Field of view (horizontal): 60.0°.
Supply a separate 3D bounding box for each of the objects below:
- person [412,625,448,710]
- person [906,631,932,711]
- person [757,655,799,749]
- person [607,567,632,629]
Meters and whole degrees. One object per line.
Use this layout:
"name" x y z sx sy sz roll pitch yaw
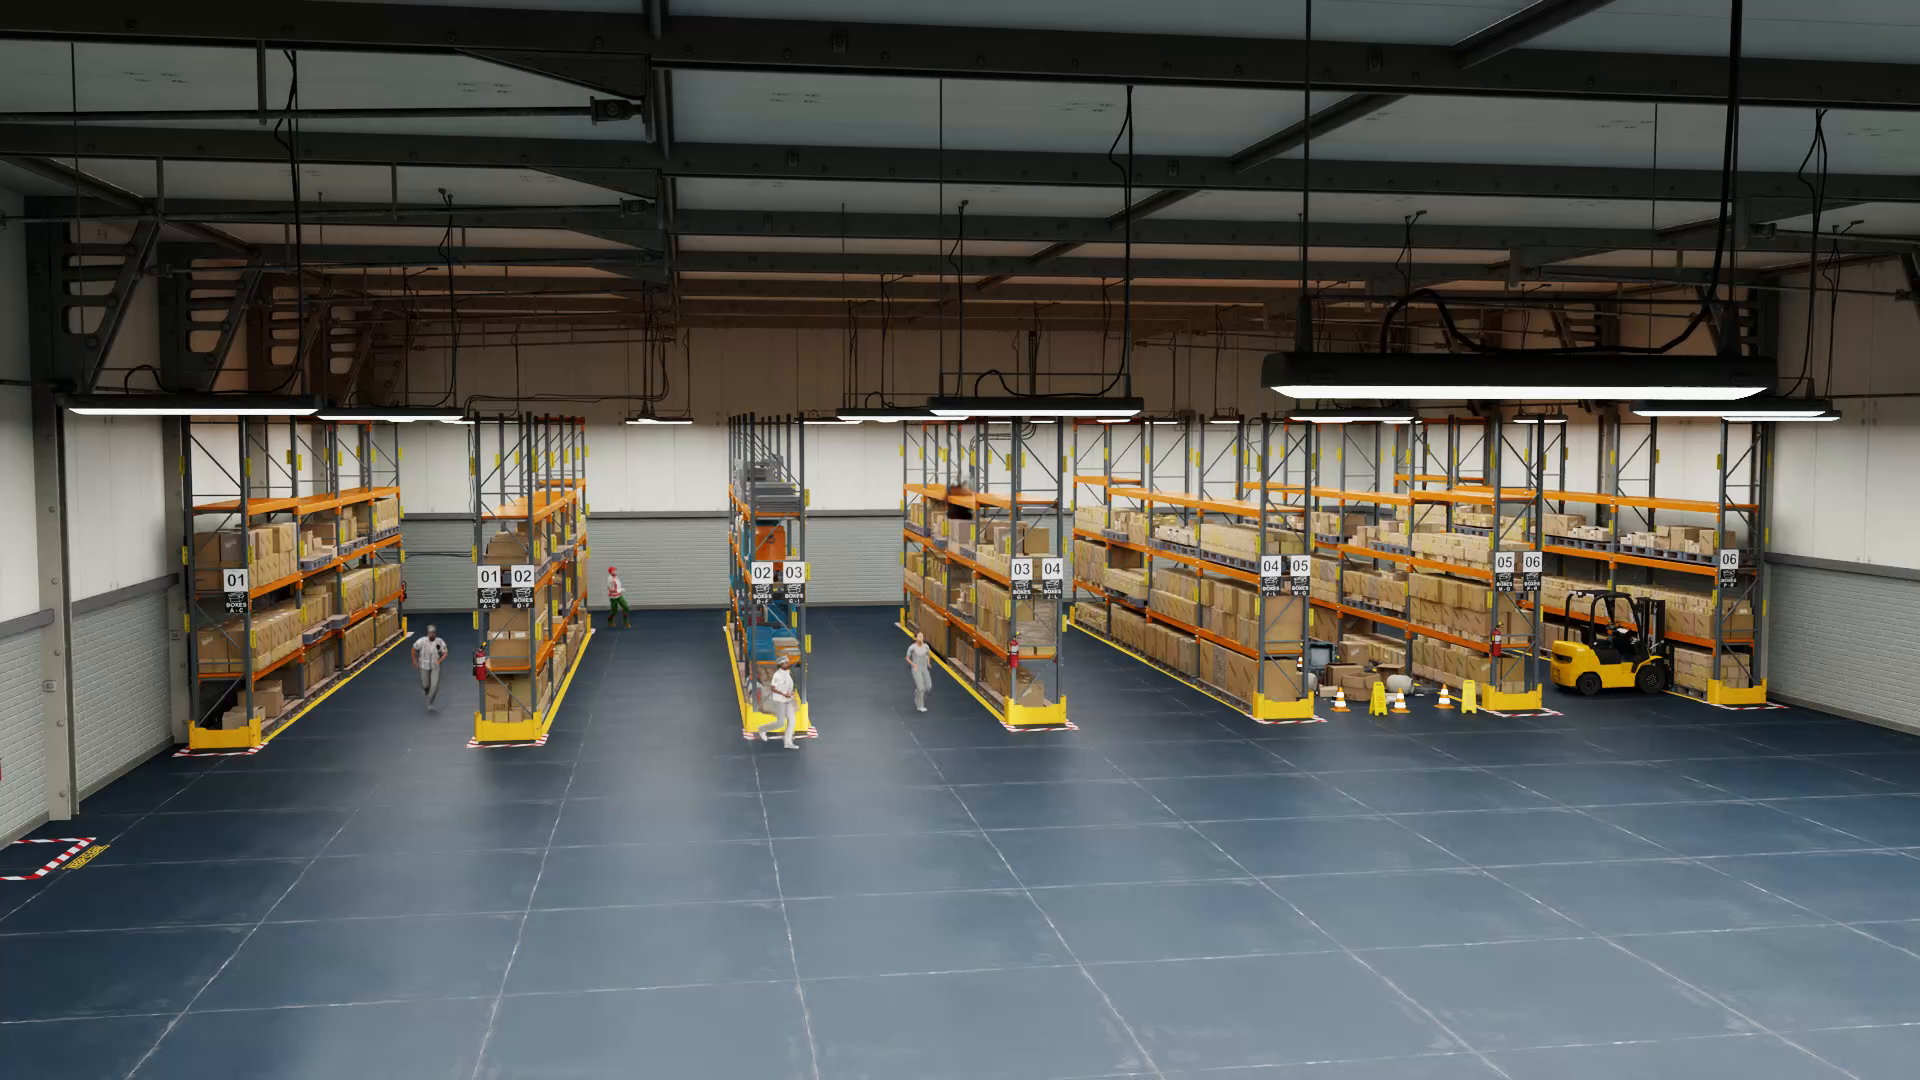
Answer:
"person" -10.776 2.584 33.817 0.702 1.732 0.706 -1 4 -20
"person" -0.832 2.630 33.498 0.548 1.624 0.558 -2 4 -29
"person" -3.168 2.878 29.714 0.752 1.666 0.586 2 4 23
"person" -9.723 1.632 47.000 0.821 1.780 0.671 2 4 24
